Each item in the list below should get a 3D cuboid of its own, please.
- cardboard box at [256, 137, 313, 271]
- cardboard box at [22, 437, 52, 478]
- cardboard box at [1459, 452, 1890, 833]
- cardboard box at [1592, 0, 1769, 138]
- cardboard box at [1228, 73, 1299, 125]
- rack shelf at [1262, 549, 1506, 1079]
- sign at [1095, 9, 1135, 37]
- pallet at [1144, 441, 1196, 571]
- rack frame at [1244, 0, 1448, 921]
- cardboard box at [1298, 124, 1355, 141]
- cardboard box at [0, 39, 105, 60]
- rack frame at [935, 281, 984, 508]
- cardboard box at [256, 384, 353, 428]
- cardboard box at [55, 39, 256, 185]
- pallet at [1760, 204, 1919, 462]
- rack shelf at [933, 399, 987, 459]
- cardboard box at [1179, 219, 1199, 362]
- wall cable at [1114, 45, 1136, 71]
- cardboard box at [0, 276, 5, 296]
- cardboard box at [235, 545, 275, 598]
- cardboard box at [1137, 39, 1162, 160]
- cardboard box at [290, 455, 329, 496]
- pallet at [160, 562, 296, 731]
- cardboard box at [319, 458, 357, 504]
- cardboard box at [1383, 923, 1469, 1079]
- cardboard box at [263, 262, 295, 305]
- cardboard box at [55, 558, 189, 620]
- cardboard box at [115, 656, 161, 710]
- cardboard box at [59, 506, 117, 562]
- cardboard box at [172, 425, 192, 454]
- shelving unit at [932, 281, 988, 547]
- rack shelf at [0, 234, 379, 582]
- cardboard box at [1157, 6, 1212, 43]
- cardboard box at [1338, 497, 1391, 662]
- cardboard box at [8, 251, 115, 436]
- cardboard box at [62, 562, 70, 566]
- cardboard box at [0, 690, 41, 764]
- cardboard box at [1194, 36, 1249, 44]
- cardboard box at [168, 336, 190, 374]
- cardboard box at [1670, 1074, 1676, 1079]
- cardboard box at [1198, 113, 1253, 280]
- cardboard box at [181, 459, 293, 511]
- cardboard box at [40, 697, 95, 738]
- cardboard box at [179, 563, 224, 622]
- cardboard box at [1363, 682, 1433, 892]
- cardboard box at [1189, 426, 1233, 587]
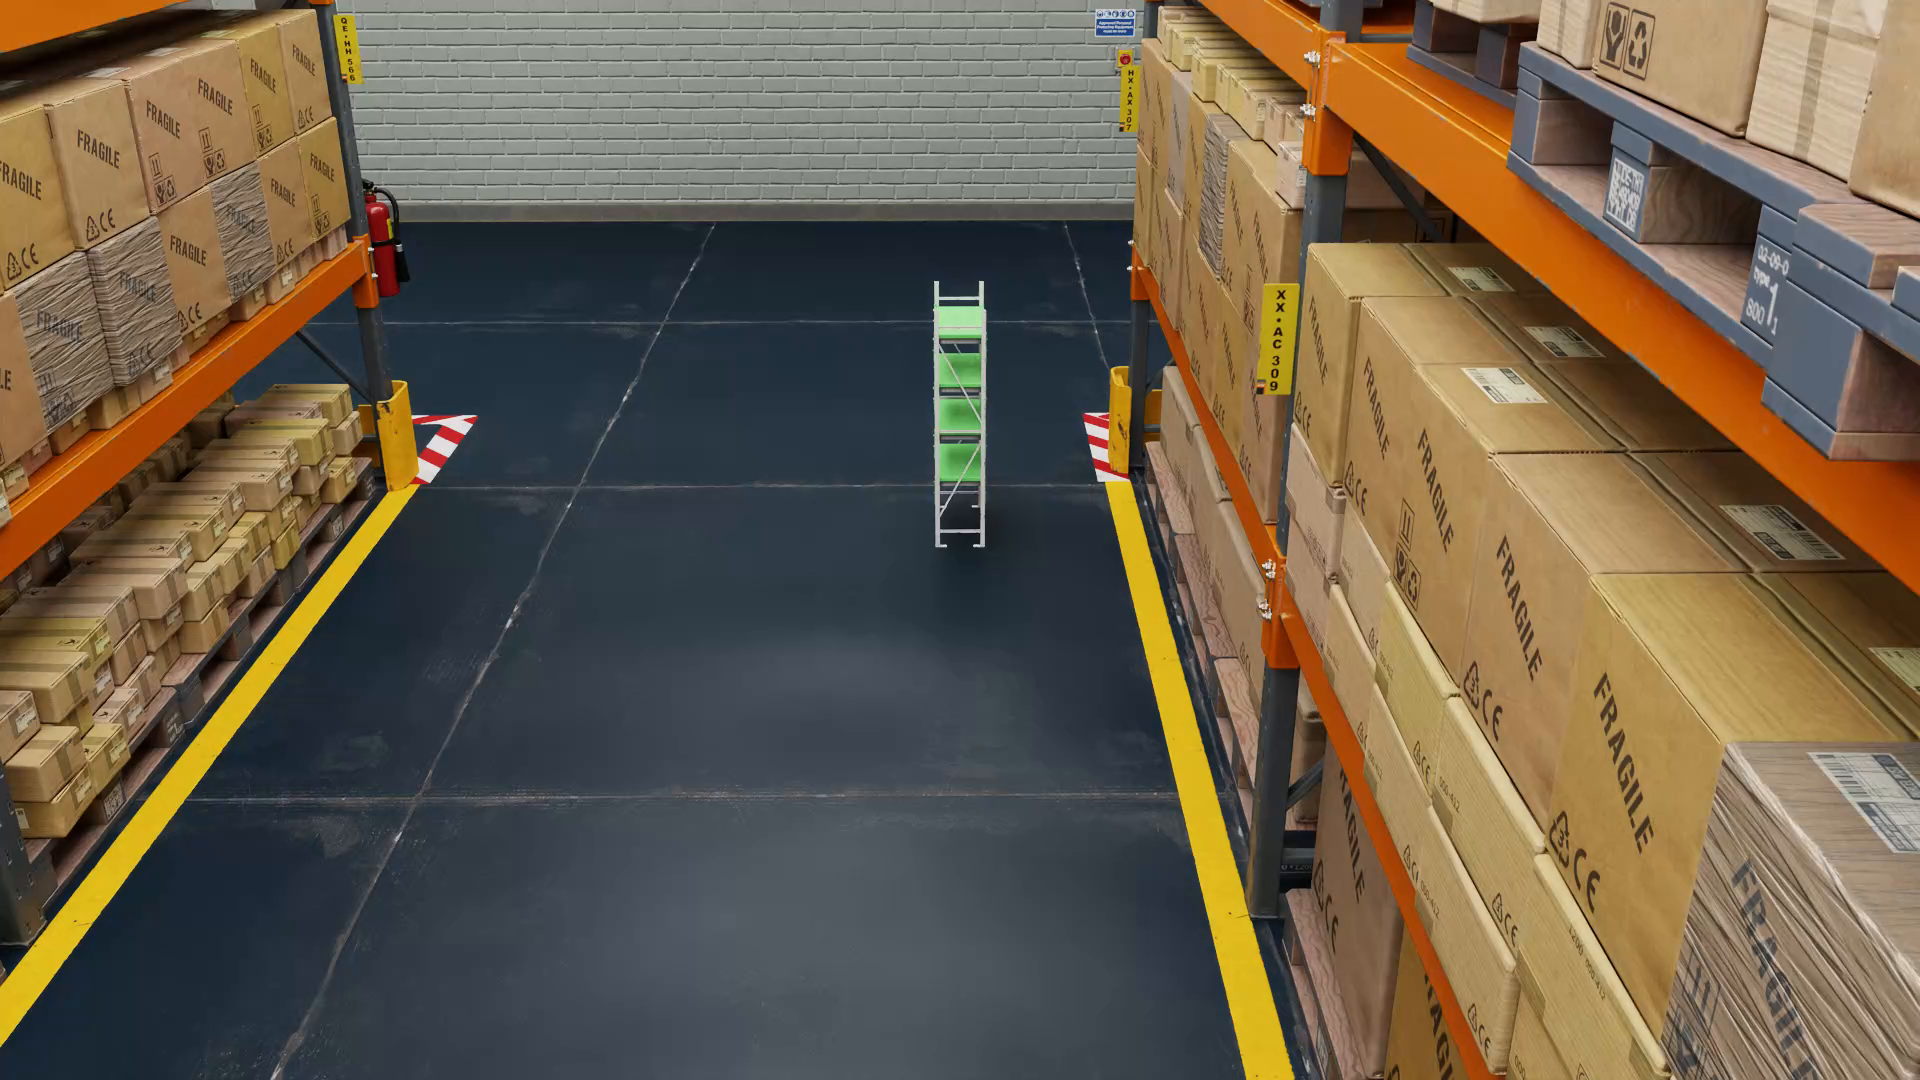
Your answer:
[{"bbox_3d":[-3.274,-1.509,7.465,0.500,0.500,0.500,-1,24,-1],"label":"cardboard box"},{"bbox_3d":[-3.301,-0.296,5.569,0.380,0.149,0.250,-1,24,-3],"label":"cardboard box"},{"bbox_3d":[1.221,0.170,2.899,0.500,0.500,0.500,-1,24,-1],"label":"cardboard box"},{"bbox_3d":[1.190,-0.821,2.153,0.500,0.500,0.500,0,24,0],"label":"cardboard box"},{"bbox_3d":[1.183,-1.589,6.003,0.380,0.149,0.250,-1,24,-2],"label":"cardboard box"},{"bbox_3d":[1.478,1.012,3.246,1.077,0.370,4.000,0,24,-1],"label":"rack shelf"},{"bbox_3d":[1.278,-4.260,13.701,0.327,0.218,0.001,0,24,-1],"label":"sign"},{"bbox_3d":[1.499,-0.189,8.411,1.003,0.211,1.213,0,24,-1],"label":"pallet"},{"bbox_3d":[1.456,-0.140,4.920,1.000,3.000,0.127,0,24,-1],"label":"rack frame"},{"bbox_3d":[1.240,-1.172,5.079,0.380,0.149,0.250,0,24,1],"label":"cardboard box"},{"bbox_3d":[-3.802,-1.753,6.790,0.500,0.500,0.500,-1,24,-2],"label":"cardboard box"},{"bbox_3d":[-0.004,-0.715,8.376,0.240,1.200,0.015,0,24,-1],"label":"rack frame"},{"bbox_3d":[-3.277,-0.671,8.322,0.380,0.149,0.250,0,24,0],"label":"cardboard box"},{"bbox_3d":[-3.263,-1.751,6.786,0.500,0.500,0.500,1,24,2],"label":"cardboard box"},{"bbox_3d":[1.439,-0.038,1.283,1.213,0.211,1.003,1,24,2],"label":"pallet"},{"bbox_3d":[-0.002,-0.557,8.180,0.258,0.148,0.480,0,24,-1],"label":"rack shelf"},{"bbox_3d":[1.173,-1.011,6.723,0.500,0.500,0.500,1,24,1],"label":"cardboard box"},{"bbox_3d":[1.327,-4.589,13.486,0.585,1.953,0.123,0,24,-1],"label":"wall cable"},{"bbox_3d":[-3.254,-0.900,4.904,0.500,0.500,0.500,0,24,1],"label":"cardboard box"},{"bbox_3d":[-3.237,0.133,7.266,0.380,0.149,0.250,0,24,0],"label":"cardboard box"},{"bbox_3d":[1.133,-2.091,7.898,0.500,0.500,0.500,-1,24,-2],"label":"cardboard box"},{"bbox_3d":[-3.238,-0.322,7.911,0.380,0.149,0.250,-1,24,-3],"label":"cardboard box"},{"bbox_3d":[-3.552,0.414,7.079,1.003,0.211,1.213,0,24,-1],"label":"pallet"},{"bbox_3d":[-3.218,-0.296,8.213,0.380,0.149,0.250,0,24,1],"label":"cardboard box"},{"bbox_3d":[1.560,1.264,3.884,0.875,0.875,0.875,0,24,1],"label":"cardboard box"},{"bbox_3d":[-3.241,-1.166,7.493,0.380,0.149,0.250,0,24,1],"label":"cardboard box"},{"bbox_3d":[-3.232,0.187,6.425,0.380,0.149,0.250,0,24,1],"label":"cardboard box"},{"bbox_3d":[-3.286,0.564,6.314,0.380,0.149,0.250,-1,24,-2],"label":"cardboard box"},{"bbox_3d":[-3.738,-0.025,6.894,0.380,0.149,0.250,0,24,0],"label":"cardboard box"},{"bbox_3d":[-3.873,-0.453,7.840,0.380,0.149,0.250,0,24,-1],"label":"cardboard box"},{"bbox_3d":[-0.002,-0.615,8.154,0.258,1.200,0.503,0,24,-1],"label":"shelving unit"},{"bbox_3d":[-3.515,-0.573,6.749,1.077,0.370,4.000,0,24,-1],"label":"rack shelf"},{"bbox_3d":[1.139,-2.438,7.878,0.380,0.149,0.250,0,24,1],"label":"cardboard box"},{"bbox_3d":[1.212,0.098,3.970,0.500,0.250,0.500,0,24,0],"label":"cardboard box"},{"bbox_3d":[-3.259,-0.667,5.601,0.500,0.500,0.500,0,24,-1],"label":"cardboard box"},{"bbox_3d":[-3.720,0.116,6.942,0.380,0.149,0.250,1,24,2],"label":"cardboard box"},{"bbox_3d":[-3.290,0.617,5.473,0.380,0.149,0.250,1,24,2],"label":"cardboard box"},{"bbox_3d":[1.178,-2.006,6.924,0.380,0.149,0.250,0,24,0],"label":"cardboard box"},{"bbox_3d":[-3.281,-0.733,6.535,0.380,0.149,0.250,1,24,1],"label":"cardboard box"},{"bbox_3d":[1.231,0.939,2.109,0.500,0.250,0.500,-1,24,-2],"label":"cardboard box"},{"bbox_3d":[1.162,-1.253,6.047,0.500,0.500,0.500,0,24,0],"label":"cardboard box"},{"bbox_3d":[-3.204,-0.244,7.377,0.380,0.149,0.250,1,24,1],"label":"cardboard box"},{"bbox_3d":[-3.269,0.641,5.782,0.380,0.149,0.250,0,24,0],"label":"cardboard box"},{"bbox_3d":[-3.227,0.212,6.731,0.380,0.149,0.250,0,24,-1],"label":"cardboard box"},{"bbox_3d":[1.193,0.535,3.609,0.500,0.250,0.500,0,24,-1],"label":"cardboard box"},{"bbox_3d":[1.538,-0.164,7.572,0.875,0.438,0.875,0,24,1],"label":"cardboard box"}]
